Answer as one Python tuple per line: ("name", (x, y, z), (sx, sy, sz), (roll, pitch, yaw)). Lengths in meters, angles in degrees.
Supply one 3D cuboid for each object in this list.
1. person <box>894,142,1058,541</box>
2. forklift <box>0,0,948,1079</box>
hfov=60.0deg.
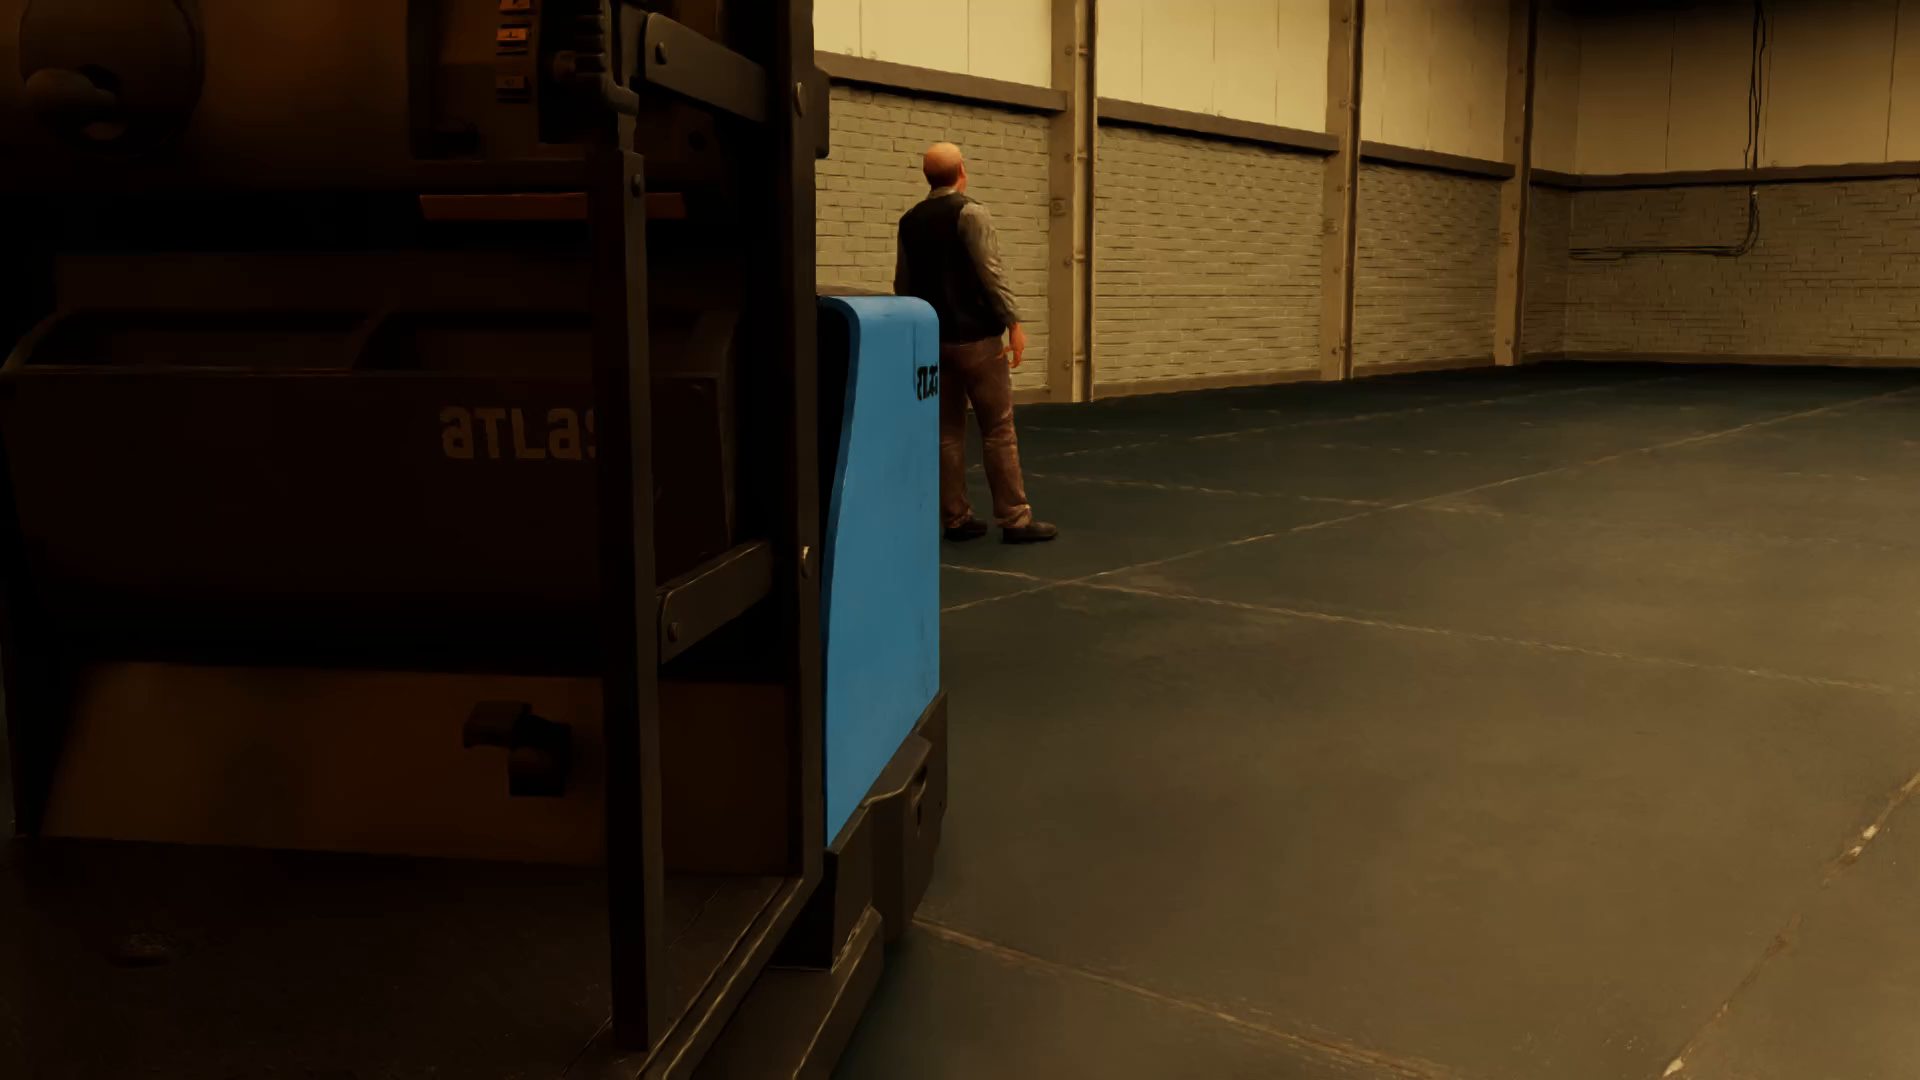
("person", (0.046, -0.865, 7.322), (0.632, 1.720, 0.567), (7, 11, 38))
("forklift", (-0.759, -0.659, 1.786), (1.130, 2.935, 3.031), (1, 8, 9))
